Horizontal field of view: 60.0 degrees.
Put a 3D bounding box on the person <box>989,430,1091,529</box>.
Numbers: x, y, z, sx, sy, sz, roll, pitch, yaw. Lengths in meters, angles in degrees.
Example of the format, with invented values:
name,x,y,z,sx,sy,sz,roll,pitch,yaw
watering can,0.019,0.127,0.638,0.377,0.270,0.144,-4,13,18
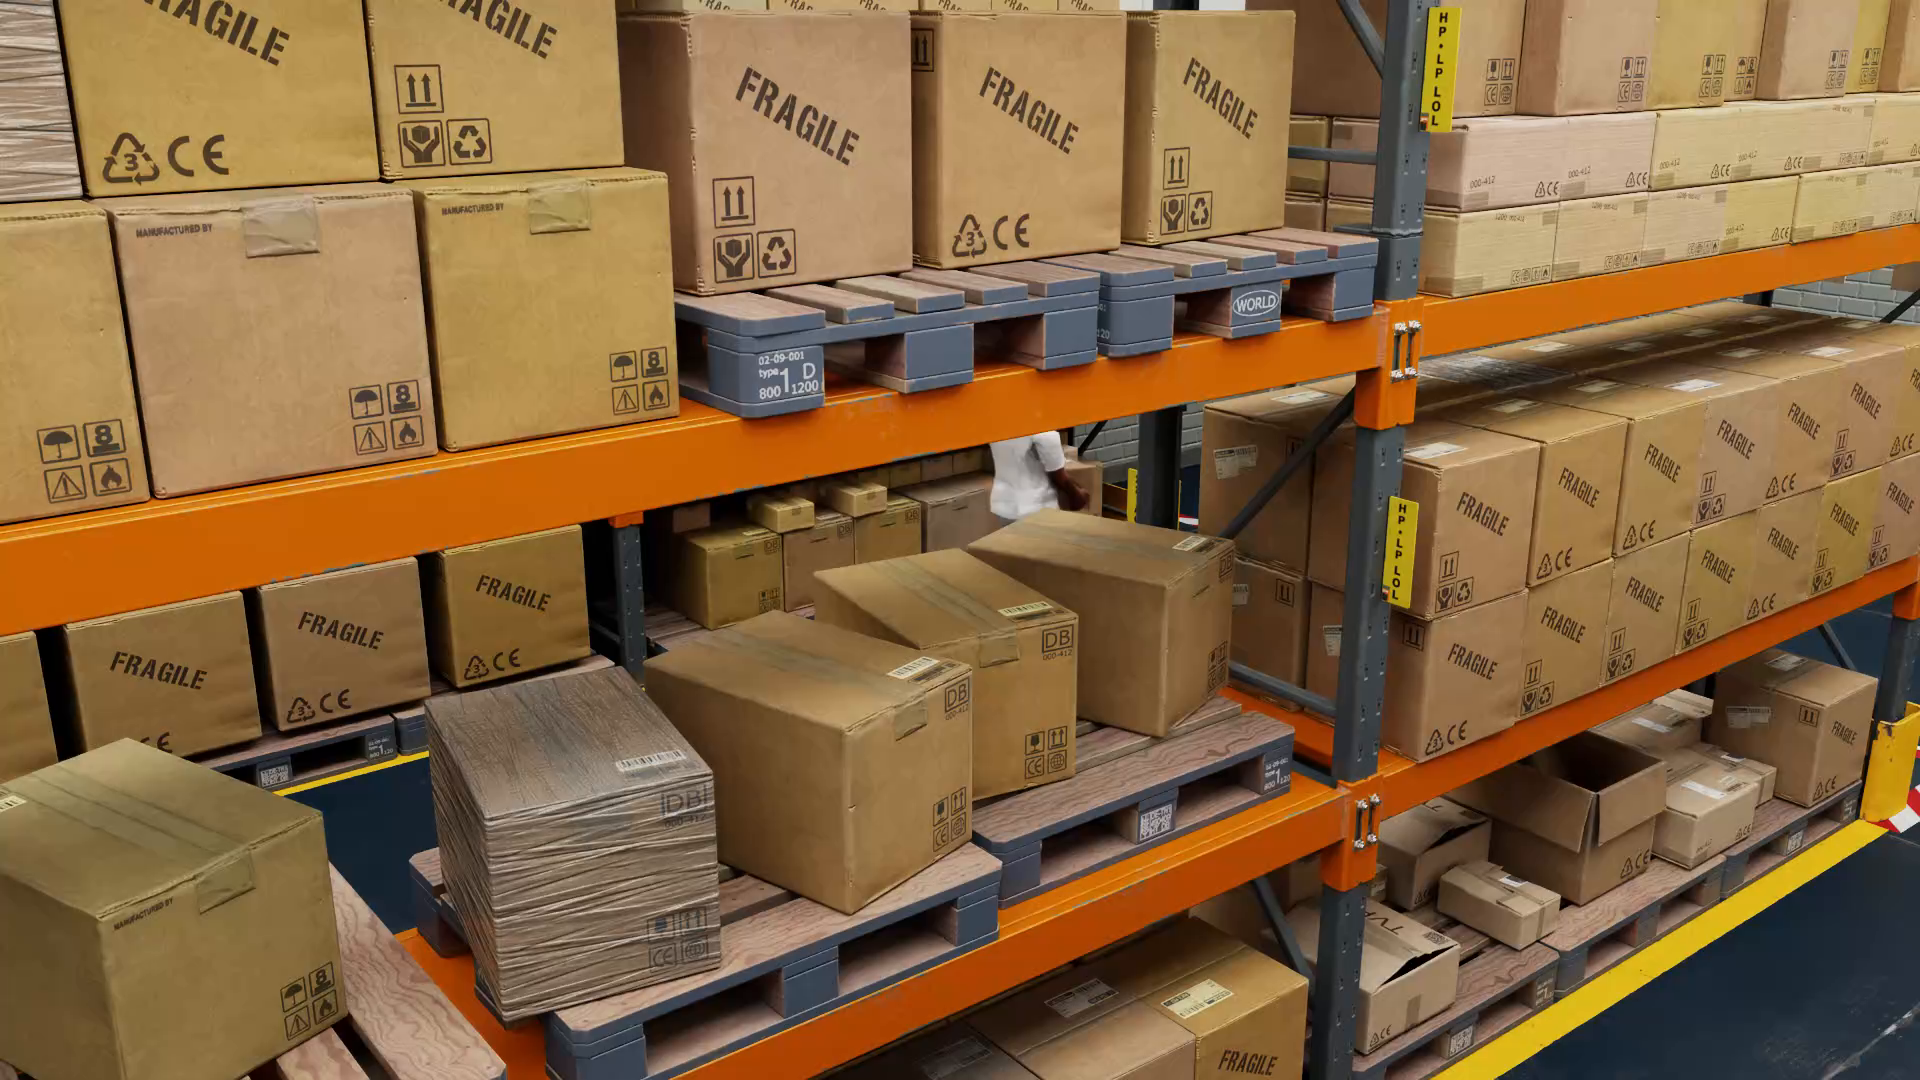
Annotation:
name,x,y,z,sx,sy,sz,roll,pitch,yaw
person,0.450,-0.180,9.575,0.560,1.769,0.535,-14,22,-38
